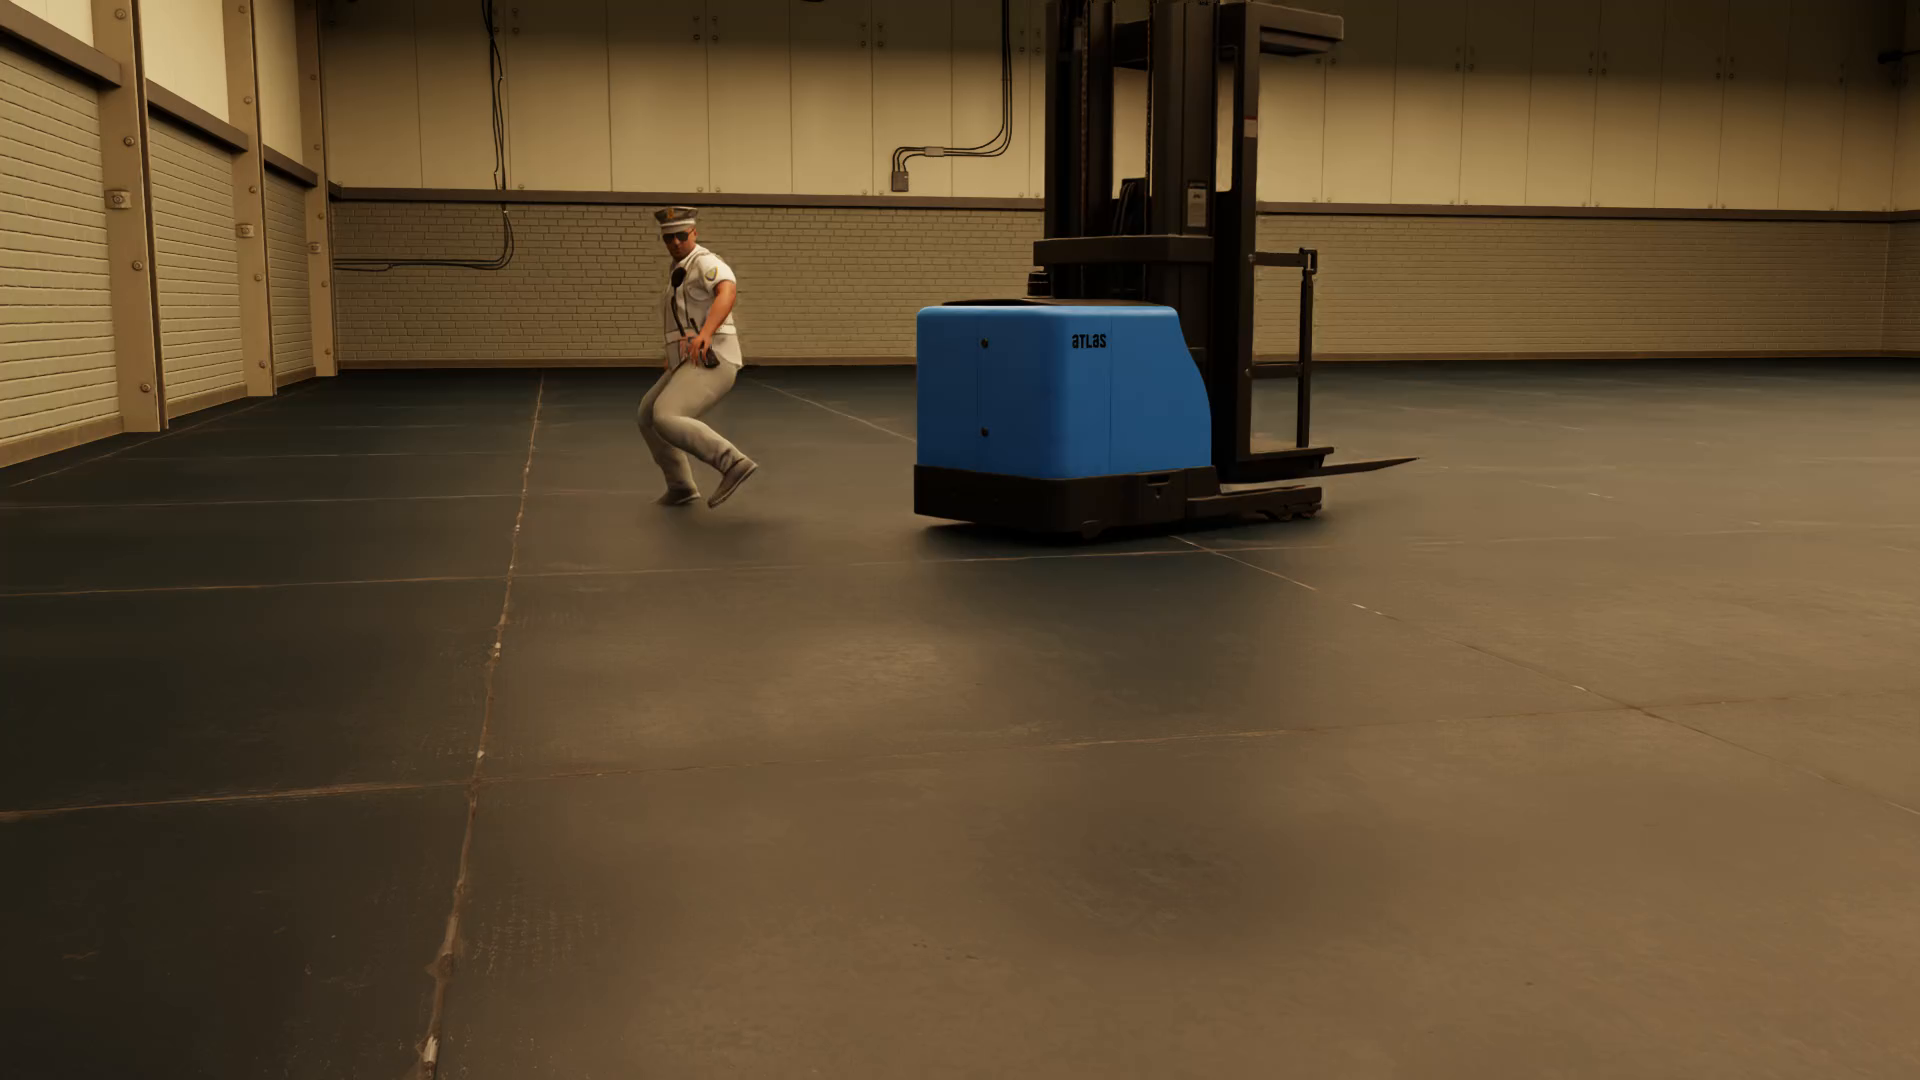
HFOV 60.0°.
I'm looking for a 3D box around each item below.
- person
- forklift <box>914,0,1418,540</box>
[{"bbox_3d":[-1.438,-0.937,8.855,0.508,1.641,1.141,-3,8,-19],"label":"person"},{"bbox_3d":[1.226,-1.595,8.531,3.031,2.935,1.130,-7,10,-40],"label":"forklift"}]
